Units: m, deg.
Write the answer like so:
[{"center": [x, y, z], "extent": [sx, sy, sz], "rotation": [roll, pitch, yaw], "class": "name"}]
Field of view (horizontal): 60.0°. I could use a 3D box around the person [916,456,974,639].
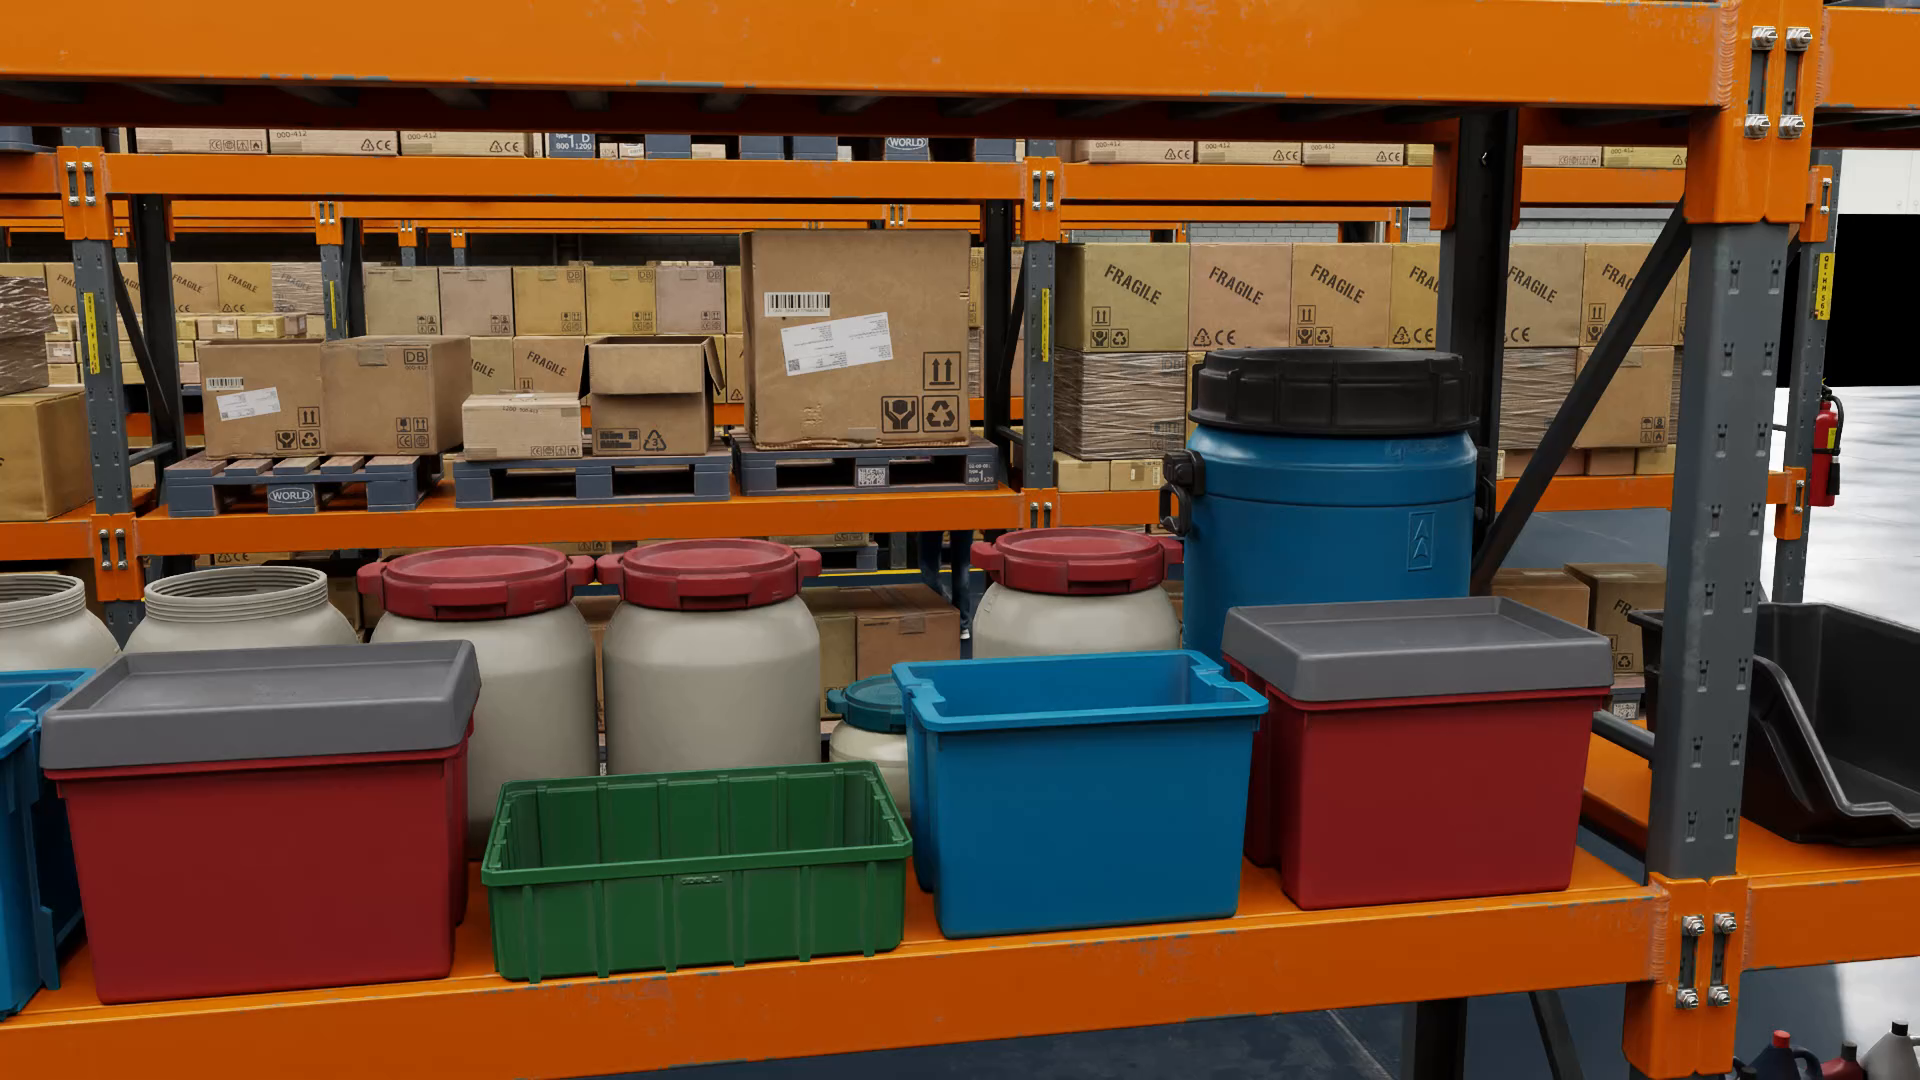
[{"center": [-0.101, -0.167, 10.407], "extent": [0.404, 1.592, 0.493], "rotation": [-2, 10, -10], "class": "person"}]
